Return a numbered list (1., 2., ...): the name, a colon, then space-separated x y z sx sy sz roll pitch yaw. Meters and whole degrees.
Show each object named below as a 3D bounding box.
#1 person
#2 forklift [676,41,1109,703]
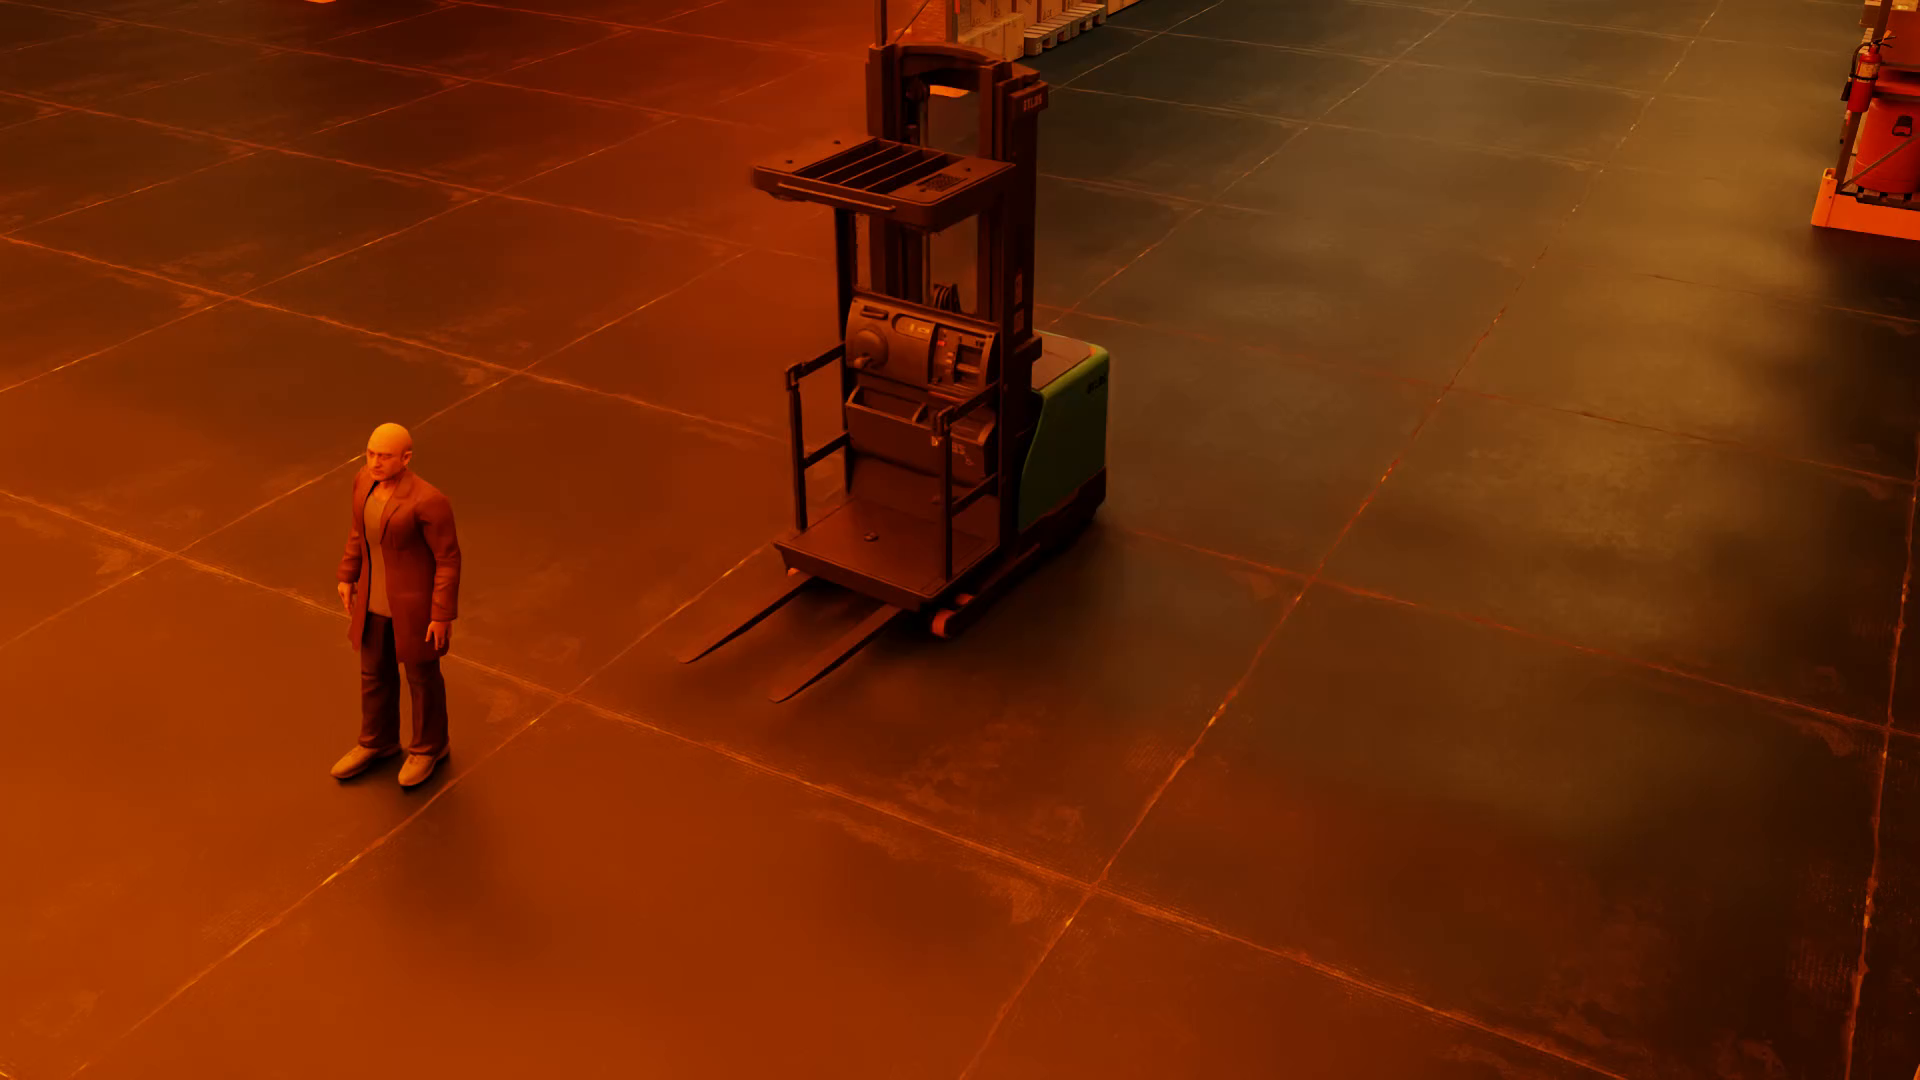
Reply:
1. person: -2.633 0.328 7.645 0.693 1.779 0.574 15 33 24
2. forklift: -0.337 -0.999 8.802 1.130 2.935 3.031 18 35 29
